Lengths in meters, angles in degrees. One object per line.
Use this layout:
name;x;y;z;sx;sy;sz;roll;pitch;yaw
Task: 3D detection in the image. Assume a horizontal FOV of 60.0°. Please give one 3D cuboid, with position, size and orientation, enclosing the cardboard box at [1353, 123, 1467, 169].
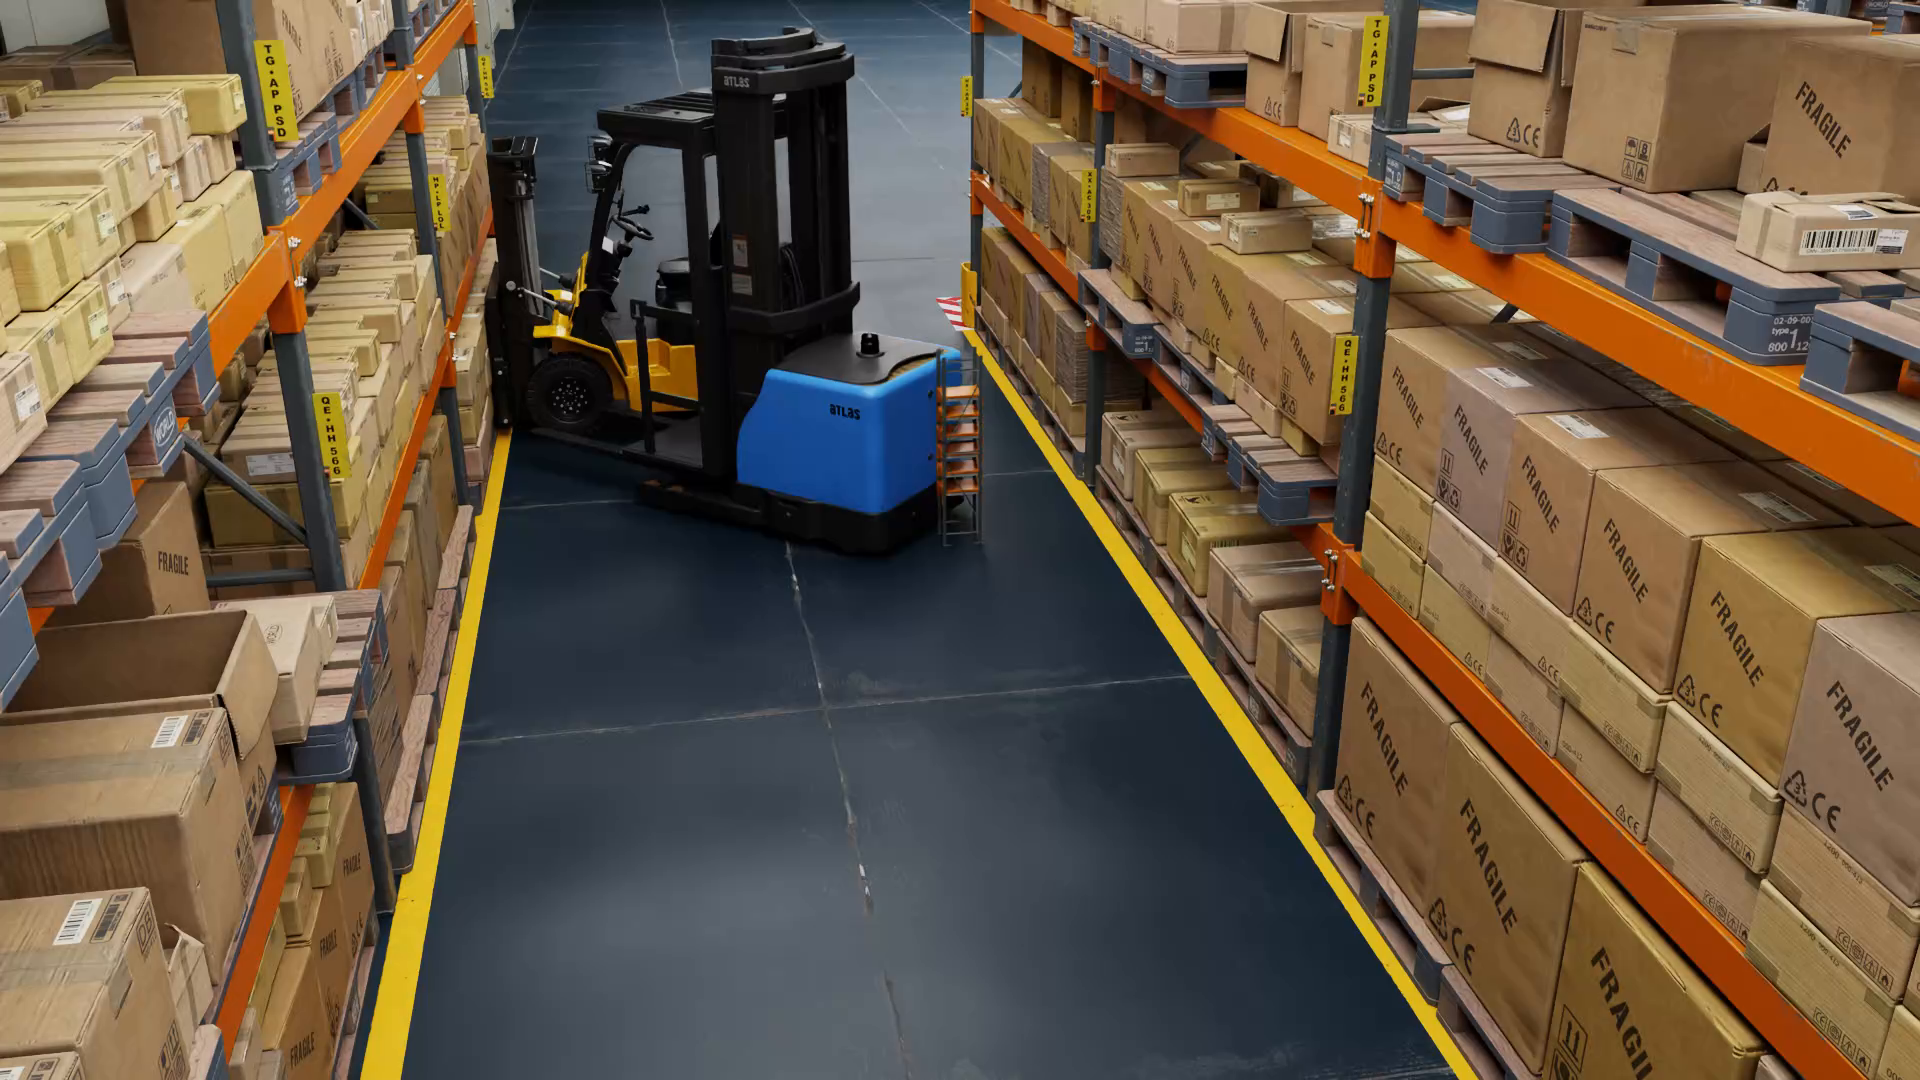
cardboard box;1.808;-1.574;6.673;0.380;0.149;0.250;-4;24;-10

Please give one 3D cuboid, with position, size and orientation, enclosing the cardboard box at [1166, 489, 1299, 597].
cardboard box;1.699;-0.006;9.275;0.950;0.372;0.625;-4;24;-8

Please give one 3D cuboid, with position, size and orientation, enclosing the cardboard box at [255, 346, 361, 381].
cardboard box;-2.834;-0.731;7.240;0.380;0.149;0.250;-4;24;-9

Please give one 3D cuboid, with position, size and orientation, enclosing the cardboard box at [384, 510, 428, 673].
cardboard box;-3.160;0.290;8.280;0.875;0.625;0.625;-5;24;-12

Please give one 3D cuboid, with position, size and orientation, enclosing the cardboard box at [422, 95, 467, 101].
cardboard box;-4.011;-3.339;12.840;0.380;0.149;0.250;-4;24;-10

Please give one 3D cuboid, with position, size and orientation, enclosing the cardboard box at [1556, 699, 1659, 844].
cardboard box;2.214;0.675;5.145;0.500;0.250;0.500;-4;24;-10

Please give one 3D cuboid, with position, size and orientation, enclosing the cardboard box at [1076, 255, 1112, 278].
cardboard box;0.974;-1.769;10.866;0.380;0.149;0.250;-5;24;-10

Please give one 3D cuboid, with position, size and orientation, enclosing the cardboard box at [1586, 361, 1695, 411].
cardboard box;2.528;-0.325;5.873;0.500;0.500;0.500;-4;24;-9

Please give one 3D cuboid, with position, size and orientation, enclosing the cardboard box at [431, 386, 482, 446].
cardboard box;-3.331;-0.786;10.588;0.500;0.250;0.500;-4;24;-10

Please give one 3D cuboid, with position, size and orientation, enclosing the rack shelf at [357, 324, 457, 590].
rack shelf;-3.175;-0.295;8.076;1.077;0.370;4.000;-4;24;-10

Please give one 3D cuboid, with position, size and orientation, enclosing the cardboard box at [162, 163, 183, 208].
cardboard box;-2.451;-0.996;4.725;0.380;0.149;0.250;-4;24;-9

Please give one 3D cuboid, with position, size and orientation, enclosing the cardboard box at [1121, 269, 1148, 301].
cardboard box;1.162;-1.518;9.766;0.380;0.149;0.250;-4;24;-9

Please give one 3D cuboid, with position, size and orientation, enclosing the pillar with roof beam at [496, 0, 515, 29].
pillar with roof beam;-5.248;-15.152;33.699;9.100;9.000;0.400;-4;24;-10

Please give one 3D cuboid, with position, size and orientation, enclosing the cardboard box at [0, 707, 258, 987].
cardboard box;-2.176;0.778;4.071;0.700;0.500;0.500;-4;24;-10

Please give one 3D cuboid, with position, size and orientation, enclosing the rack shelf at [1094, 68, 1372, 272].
rack shelf;1.703;-2.038;8.320;1.077;0.370;4.000;-4;24;-10

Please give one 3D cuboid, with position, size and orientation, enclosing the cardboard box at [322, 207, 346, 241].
cardboard box;-3.856;-1.862;9.830;0.380;0.149;0.250;-4;24;-10

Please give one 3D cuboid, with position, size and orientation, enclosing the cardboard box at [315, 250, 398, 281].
cardboard box;-3.204;-1.436;8.855;0.380;0.149;0.250;-4;24;-10

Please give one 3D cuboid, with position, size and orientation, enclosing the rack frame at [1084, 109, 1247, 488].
rack frame;1.333;-1.780;10.578;1.000;3.000;0.127;-4;24;-10

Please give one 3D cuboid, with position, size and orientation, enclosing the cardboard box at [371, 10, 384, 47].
cardboard box;-3.043;-2.499;8.140;0.380;0.149;0.250;-4;24;-10

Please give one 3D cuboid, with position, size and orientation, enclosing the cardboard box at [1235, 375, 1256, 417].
cardboard box;1.531;-0.691;7.874;0.380;0.149;0.250;-5;24;-12

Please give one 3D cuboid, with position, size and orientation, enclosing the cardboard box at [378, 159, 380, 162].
cardboard box;-4.362;-2.769;11.908;0.380;0.149;0.250;-4;24;-9

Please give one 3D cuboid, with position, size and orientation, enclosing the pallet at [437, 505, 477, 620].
pallet;-3.370;0.154;9.634;1.003;0.211;1.213;-4;24;-10

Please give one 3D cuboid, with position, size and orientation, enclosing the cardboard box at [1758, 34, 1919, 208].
cardboard box;2.683;-1.148;4.733;0.500;0.500;0.500;-4;24;-9

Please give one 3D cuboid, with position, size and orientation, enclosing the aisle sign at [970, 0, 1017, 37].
aisle sign;0.277;-4.546;13.663;0.394;0.787;0.004;-4;24;-10

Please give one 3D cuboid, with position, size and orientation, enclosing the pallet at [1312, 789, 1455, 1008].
pallet;2.144;1.387;6.811;1.003;0.211;1.213;-4;24;-10

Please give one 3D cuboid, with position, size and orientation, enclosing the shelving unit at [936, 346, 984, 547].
shelving unit;-0.003;-0.556;10.023;0.258;1.200;0.189;-4;24;-10

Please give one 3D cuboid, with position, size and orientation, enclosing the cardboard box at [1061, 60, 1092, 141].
cardboard box;1.140;-3.210;12.106;0.700;0.500;0.500;-4;24;-10

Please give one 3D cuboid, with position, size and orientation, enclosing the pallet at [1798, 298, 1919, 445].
pallet;2.594;-0.277;3.628;0.805;0.209;1.217;-5;24;-12

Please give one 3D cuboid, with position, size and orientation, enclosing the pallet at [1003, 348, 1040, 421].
pallet;0.945;-1.245;12.836;1.003;0.211;1.213;-4;24;-10

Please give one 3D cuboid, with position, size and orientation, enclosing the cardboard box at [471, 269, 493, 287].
cardboard box;-3.689;-1.819;12.328;0.500;0.250;0.500;-4;24;-9

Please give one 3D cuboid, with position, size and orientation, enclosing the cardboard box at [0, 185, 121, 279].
cardboard box;-2.032;-0.650;3.535;0.380;0.149;0.250;-4;24;-9

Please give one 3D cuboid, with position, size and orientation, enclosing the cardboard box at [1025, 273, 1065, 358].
cardboard box;0.768;-1.669;12.298;0.500;0.500;0.500;-3;24;-7

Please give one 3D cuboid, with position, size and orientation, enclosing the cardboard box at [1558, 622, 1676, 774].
cardboard box;2.179;0.451;5.032;0.500;0.250;0.500;-4;24;-9

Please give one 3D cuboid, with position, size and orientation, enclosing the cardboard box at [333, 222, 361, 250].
cardboard box;-3.893;-1.614;10.072;0.500;0.500;0.500;-4;24;-10

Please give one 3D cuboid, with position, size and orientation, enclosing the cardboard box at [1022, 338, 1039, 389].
cardboard box;0.762;-1.334;12.468;0.500;0.250;0.500;-4;24;-9

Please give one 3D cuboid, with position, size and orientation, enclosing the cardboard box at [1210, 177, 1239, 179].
cardboard box;1.737;-1.795;9.591;0.500;0.500;0.500;-4;24;-9

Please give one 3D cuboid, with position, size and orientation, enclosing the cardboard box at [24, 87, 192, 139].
cardboard box;-2.506;-1.238;4.907;0.380;0.149;0.250;-5;24;-12

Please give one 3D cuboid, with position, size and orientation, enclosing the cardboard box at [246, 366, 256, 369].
cardboard box;-3.433;-0.751;7.784;0.500;0.250;0.500;-5;24;-11

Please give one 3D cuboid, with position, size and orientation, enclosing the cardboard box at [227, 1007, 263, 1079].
cardboard box;-2.247;1.517;4.816;0.380;0.149;0.250;-5;24;-12

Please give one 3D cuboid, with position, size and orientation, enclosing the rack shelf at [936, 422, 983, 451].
rack shelf;-0.003;-0.625;9.993;0.258;0.103;0.180;-4;24;-10

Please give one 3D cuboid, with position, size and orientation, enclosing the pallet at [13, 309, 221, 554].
pallet;-2.312;-0.222;3.498;1.213;0.211;1.003;-4;24;-10

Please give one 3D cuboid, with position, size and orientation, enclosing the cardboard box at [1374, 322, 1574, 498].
cardboard box;1.923;-0.499;6.270;0.500;0.500;0.500;-5;24;-12

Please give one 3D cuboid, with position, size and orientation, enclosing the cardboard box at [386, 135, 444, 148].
cardboard box;-3.692;-2.635;11.230;0.380;0.149;0.250;-4;24;-10

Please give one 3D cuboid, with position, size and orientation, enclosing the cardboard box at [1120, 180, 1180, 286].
cardboard box;1.231;-1.752;9.492;0.500;0.500;0.500;-4;24;-10

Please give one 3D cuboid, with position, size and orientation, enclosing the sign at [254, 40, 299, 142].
sign;-2.271;-1.489;5.517;0.100;0.325;0.005;-4;24;-10

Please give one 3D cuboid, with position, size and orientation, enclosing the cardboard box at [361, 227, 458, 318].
cardboard box;-3.370;-1.651;10.157;0.500;0.500;0.500;-5;24;-11

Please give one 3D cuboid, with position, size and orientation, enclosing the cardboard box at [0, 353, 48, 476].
cardboard box;-1.849;-0.212;2.904;0.380;0.149;0.250;-4;24;-9

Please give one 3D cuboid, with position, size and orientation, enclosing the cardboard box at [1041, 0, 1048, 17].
cardboard box;0.783;-3.756;11.669;0.380;0.149;0.250;-5;24;-10

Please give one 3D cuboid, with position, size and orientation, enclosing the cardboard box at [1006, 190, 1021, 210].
cardboard box;0.565;-2.678;12.948;0.380;0.149;0.250;-4;24;-8

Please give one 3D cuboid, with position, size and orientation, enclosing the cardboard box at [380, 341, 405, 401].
cardboard box;-2.937;-0.794;7.883;0.500;0.250;0.500;-4;24;-9

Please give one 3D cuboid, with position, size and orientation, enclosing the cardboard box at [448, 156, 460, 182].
cardboard box;-3.611;-2.509;11.311;0.380;0.149;0.250;-5;24;-11

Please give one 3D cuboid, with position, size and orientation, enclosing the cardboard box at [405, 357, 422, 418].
cardboard box;-3.034;-0.769;8.450;0.500;0.250;0.500;-4;24;-9

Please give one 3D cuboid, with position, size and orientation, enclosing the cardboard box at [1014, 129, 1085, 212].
cardboard box;0.705;-2.725;12.246;0.500;0.500;0.500;-5;24;-11

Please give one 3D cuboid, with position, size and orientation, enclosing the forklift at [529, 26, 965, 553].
forklift;-1.496;-1.687;10.451;3.031;2.935;1.130;14;27;29

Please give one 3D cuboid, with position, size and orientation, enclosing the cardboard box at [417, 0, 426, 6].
cardboard box;-3.459;-3.328;9.837;0.500;0.311;0.500;-4;24;-9
